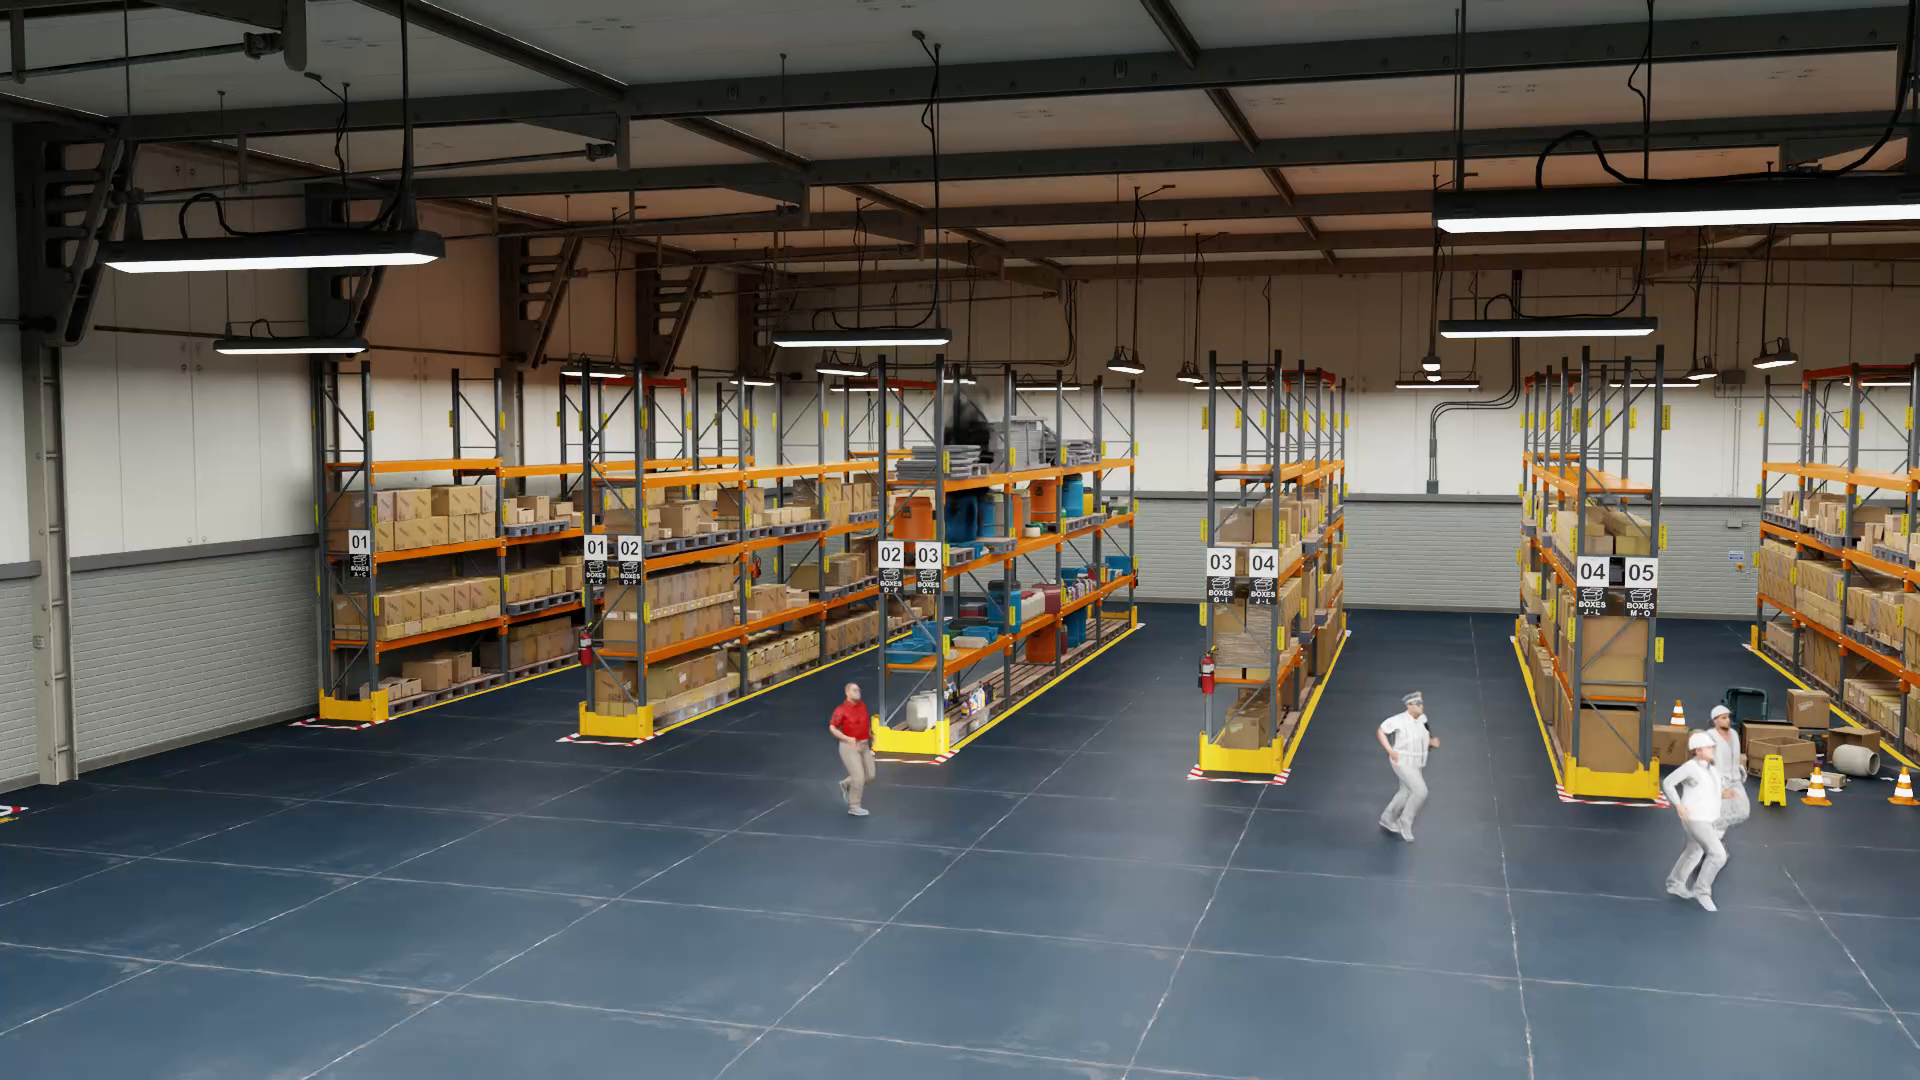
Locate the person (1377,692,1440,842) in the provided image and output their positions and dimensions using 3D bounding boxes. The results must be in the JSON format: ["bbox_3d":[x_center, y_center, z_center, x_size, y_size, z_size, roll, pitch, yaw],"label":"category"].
[{"bbox_3d":[5.397,2.707,19.996,0.643,1.807,0.775,-4,6,-42],"label":"person"}]

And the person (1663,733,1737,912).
[{"bbox_3d":[7.637,2.895,17.146,0.699,1.815,0.638,4,6,44],"label":"person"}]

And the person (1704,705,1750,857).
[{"bbox_3d":[8.769,2.770,19.105,0.663,1.745,0.544,-1,4,-20],"label":"person"}]

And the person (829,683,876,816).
[{"bbox_3d":[-1.371,2.649,21.182,0.629,1.672,0.661,4,5,41],"label":"person"}]
